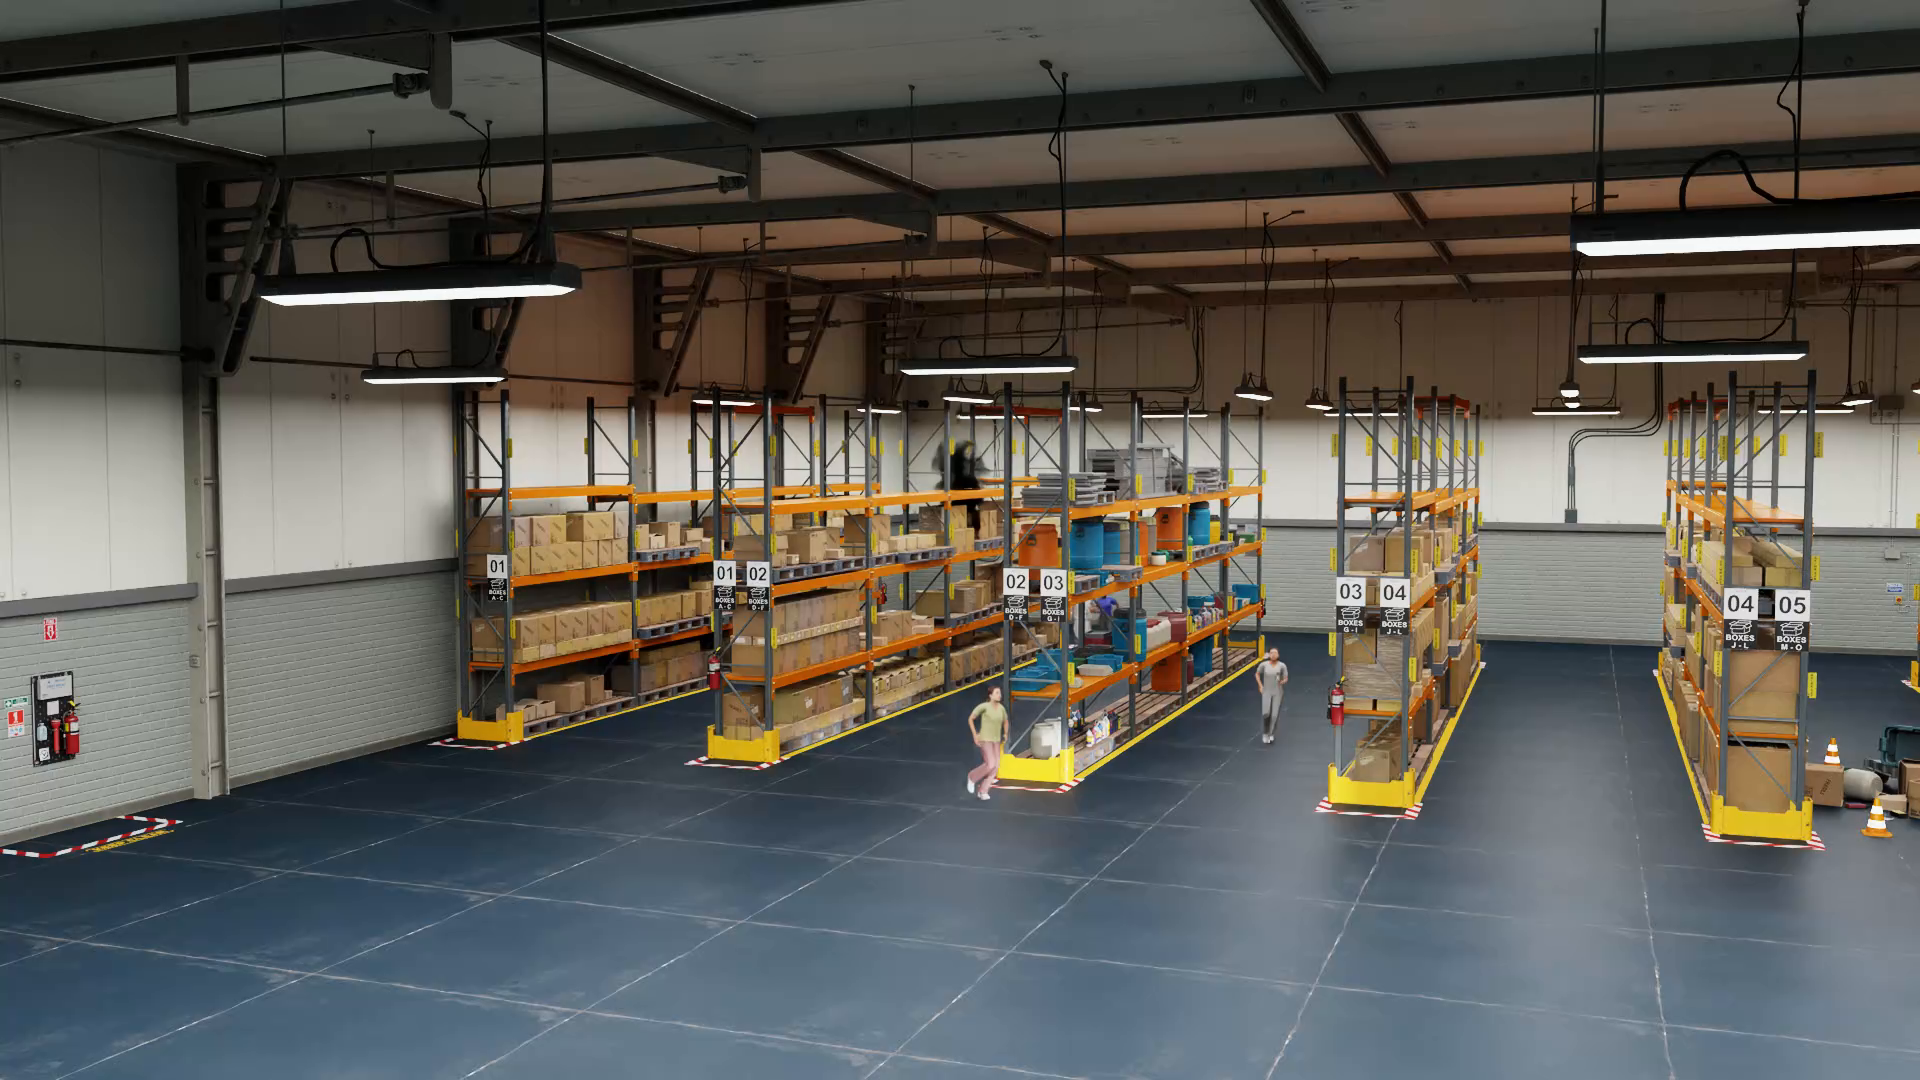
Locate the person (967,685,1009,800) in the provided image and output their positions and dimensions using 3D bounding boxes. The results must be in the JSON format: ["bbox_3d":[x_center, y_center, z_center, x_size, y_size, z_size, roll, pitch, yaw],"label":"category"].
[{"bbox_3d":[0.451,2.883,23.839,0.612,1.611,0.523,-2,4,-37],"label":"person"}]

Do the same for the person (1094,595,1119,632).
[{"bbox_3d":[3.528,1.969,40.295,0.567,1.649,0.668,1,3,14],"label":"person"}]

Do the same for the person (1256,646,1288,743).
[{"bbox_3d":[5.276,2.622,28.123,0.539,1.650,0.651,0,3,8],"label":"person"}]

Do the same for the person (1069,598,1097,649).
[{"bbox_3d":[2.732,1.791,37.125,0.644,1.766,0.584,0,3,9],"label":"person"}]
